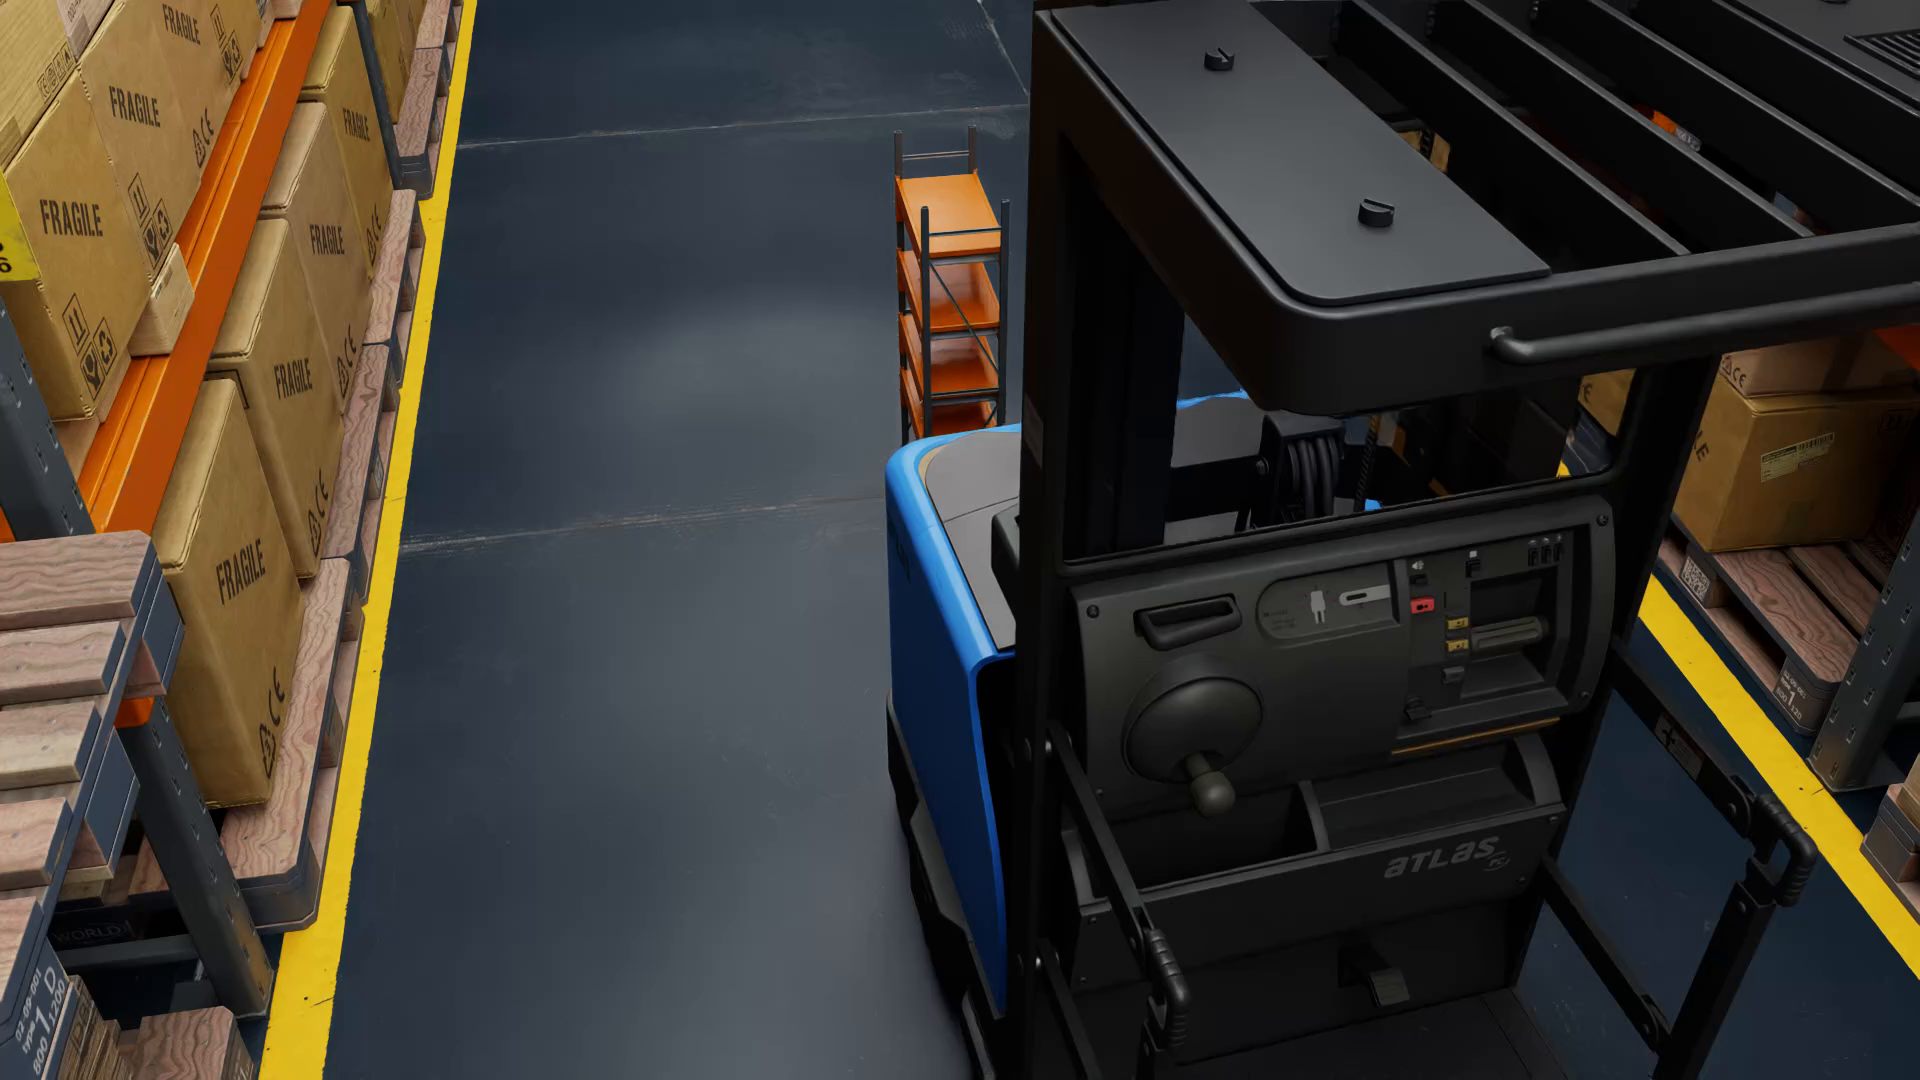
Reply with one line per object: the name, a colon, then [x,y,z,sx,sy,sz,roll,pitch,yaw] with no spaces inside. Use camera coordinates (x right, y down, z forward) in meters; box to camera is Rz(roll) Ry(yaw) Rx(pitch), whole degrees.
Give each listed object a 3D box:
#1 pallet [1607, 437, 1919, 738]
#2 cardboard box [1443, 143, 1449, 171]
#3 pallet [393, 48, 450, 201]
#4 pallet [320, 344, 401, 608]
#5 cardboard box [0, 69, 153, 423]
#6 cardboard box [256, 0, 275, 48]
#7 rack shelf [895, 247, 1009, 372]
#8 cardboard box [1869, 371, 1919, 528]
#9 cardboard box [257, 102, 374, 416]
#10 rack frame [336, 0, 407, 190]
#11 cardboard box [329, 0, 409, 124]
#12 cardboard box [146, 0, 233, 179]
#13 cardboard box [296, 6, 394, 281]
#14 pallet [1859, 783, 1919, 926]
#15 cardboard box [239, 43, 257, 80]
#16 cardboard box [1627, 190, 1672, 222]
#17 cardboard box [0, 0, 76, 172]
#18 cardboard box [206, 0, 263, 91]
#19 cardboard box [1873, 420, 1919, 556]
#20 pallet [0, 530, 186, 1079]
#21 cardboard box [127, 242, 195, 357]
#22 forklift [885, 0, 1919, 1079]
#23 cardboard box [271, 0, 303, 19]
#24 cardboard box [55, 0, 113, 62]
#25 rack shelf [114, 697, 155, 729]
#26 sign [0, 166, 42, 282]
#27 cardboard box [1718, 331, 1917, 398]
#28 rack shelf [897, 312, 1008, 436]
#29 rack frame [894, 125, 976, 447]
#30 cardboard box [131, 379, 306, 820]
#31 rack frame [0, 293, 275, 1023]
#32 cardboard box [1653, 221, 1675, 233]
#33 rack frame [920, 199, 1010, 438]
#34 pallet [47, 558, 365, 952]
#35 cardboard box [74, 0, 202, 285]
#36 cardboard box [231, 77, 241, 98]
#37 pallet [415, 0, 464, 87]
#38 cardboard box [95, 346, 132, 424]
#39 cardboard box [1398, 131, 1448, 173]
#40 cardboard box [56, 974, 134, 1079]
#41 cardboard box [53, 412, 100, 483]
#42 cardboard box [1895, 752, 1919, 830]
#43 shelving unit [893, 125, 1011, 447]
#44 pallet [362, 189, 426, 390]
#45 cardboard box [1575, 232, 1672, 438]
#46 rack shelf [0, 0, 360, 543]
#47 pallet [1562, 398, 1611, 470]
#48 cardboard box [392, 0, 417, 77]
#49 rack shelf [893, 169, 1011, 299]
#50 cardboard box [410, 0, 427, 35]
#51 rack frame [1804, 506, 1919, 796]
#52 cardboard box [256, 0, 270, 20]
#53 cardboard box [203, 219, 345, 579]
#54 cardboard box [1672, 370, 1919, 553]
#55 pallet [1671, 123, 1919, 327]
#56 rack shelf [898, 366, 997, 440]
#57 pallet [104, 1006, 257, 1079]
pallet: [2.684,0.045,5.021,1.003,0.211,1.213,-6,38,-8]
cardboard box: [2.106,-1.262,6.109,0.500,0.500,0.500,-6,38,-7]
pallet: [-2.856,-1.849,7.458,1.003,0.211,1.213,-6,38,-8]
pallet: [-2.373,-0.185,5.316,1.003,0.211,1.213,-6,38,-8]
cardboard box: [-1.932,-0.552,3.176,0.500,0.500,0.500,-5,38,-7]
cardboard box: [-2.312,-1.598,5.051,0.380,0.149,0.250,-6,38,-8]
rack shelf: [-0.029,-0.697,4.915,0.258,0.148,0.480,-6,38,-8]
cardboard box: [2.882,-0.409,5.011,0.500,0.500,0.500,-8,38,-10]
cardboard box: [-2.399,-0.884,5.353,0.750,0.750,0.750,-5,38,-7]
rack frame: [-2.800,-2.482,6.000,1.000,3.000,0.127,-6,38,-8]
cardboard box: [-2.830,-2.124,7.234,0.700,0.500,0.500,-6,38,-7]
cardboard box: [-2.101,-1.169,3.970,0.500,0.500,0.500,-6,38,-8]
cardboard box: [-2.558,-1.421,6.044,0.750,0.750,0.750,-6,38,-7]
pallet: [2.883,1.001,3.789,1.003,0.211,1.213,-6,38,-8]
cardboard box: [-2.283,-1.445,4.854,0.380,0.149,0.250,-7,38,-9]
cardboard box: [2.185,-1.275,5.514,0.500,0.250,0.500,-7,38,-9]
cardboard box: [-1.930,-0.847,2.944,0.500,0.250,0.500,-5,38,-7]
cardboard box: [-2.200,-1.483,4.374,0.500,0.500,0.500,-5,38,-7]
cardboard box: [2.979,-0.094,4.605,0.500,0.500,0.500,-5,38,-6]
pallet: [-1.869,0.428,2.410,1.213,0.211,1.003,-6,38,-8]
cardboard box: [-1.927,-0.522,3.665,0.380,0.149,0.250,-5,38,-7]
forklift: [0.693,0.261,2.525,1.130,2.935,3.031,-9,39,-12]
cardboard box: [-2.289,-1.753,5.250,0.380,0.149,0.250,-6,38,-8]
cardboard box: [-2.020,-1.154,3.339,0.500,0.250,0.500,-7,38,-9]
rack shelf: [-1.748,1.426,1.556,1.077,0.370,4.000,-6,38,-8]
sign: [-1.566,-0.556,2.642,0.100,0.325,0.005,-6,38,-8]
cardboard box: [2.368,-0.657,4.719,0.500,0.250,0.500,-5,38,-6]
rack shelf: [-0.029,-0.521,5.052,0.258,0.148,0.480,-6,38,-8]
rack frame: [-0.072,-0.721,5.200,0.240,1.200,0.015,-6,38,-8]
cardboard box: [-2.099,0.158,4.011,0.750,0.750,0.750,-7,38,-9]
rack frame: [-2.099,-0.066,2.891,1.000,3.000,0.127,-6,38,-8]
cardboard box: [2.194,-0.957,5.715,0.500,0.500,0.500,-8,38,-10]
rack frame: [0.014,-0.426,4.821,0.240,1.200,0.015,-6,38,-8]
pallet: [-2.163,0.550,4.369,1.003,0.211,1.213,-6,38,-8]
cardboard box: [-2.015,-0.870,3.584,0.500,0.500,0.500,-5,38,-6]
cardboard box: [-2.247,-1.284,4.646,0.380,0.149,0.250,-5,38,-7]
pallet: [-3.074,-2.587,8.408,1.003,0.211,1.213,-6,38,-8]
cardboard box: [-1.964,-0.352,3.447,0.380,0.149,0.250,-6,38,-7]
cardboard box: [2.026,-1.565,6.498,0.500,0.500,0.500,-6,38,-7]
cardboard box: [-1.921,1.176,2.970,0.700,0.500,0.500,-6,38,-7]
cardboard box: [-1.928,-0.199,3.250,0.380,0.149,0.250,-7,38,-9]
cardboard box: [2.580,0.666,3.846,0.500,0.250,0.500,-6,38,-8]
shelving unit: [-0.029,-0.574,5.011,0.258,1.200,0.503,-6,38,-8]
pallet: [-2.591,-0.923,6.266,1.003,0.211,1.213,-6,38,-8]
cardboard box: [2.292,-0.640,5.308,0.500,0.500,0.500,-8,38,-10]
rack shelf: [-2.449,-0.990,4.666,1.077,0.370,4.000,-6,38,-8]
pallet: [2.473,-0.691,5.967,1.003,0.211,1.213,-6,38,-8]
cardboard box: [-2.915,-2.428,7.625,0.700,0.500,0.500,-7,38,-8]
rack shelf: [-0.029,-0.884,4.769,0.258,0.148,0.480,-6,38,-8]
cardboard box: [-3.003,-2.738,8.024,0.700,0.500,0.500,-5,38,-7]
rack frame: [2.778,-0.602,3.579,1.000,3.000,0.127,-6,38,-8]
cardboard box: [-2.292,-1.784,4.761,0.500,0.500,0.500,-6,38,-8]
cardboard box: [-2.246,-0.371,4.693,0.750,0.750,0.750,-6,38,-8]
cardboard box: [2.382,-0.328,4.906,0.500,0.500,0.500,-5,38,-6]
pallet: [2.590,-0.928,4.155,1.213,0.211,1.003,-6,38,-8]
rack shelf: [-0.029,-0.364,5.174,0.258,0.148,0.480,-6,38,-8]
pallet: [-1.963,1.507,3.138,1.003,0.211,1.213,-6,38,-8]
